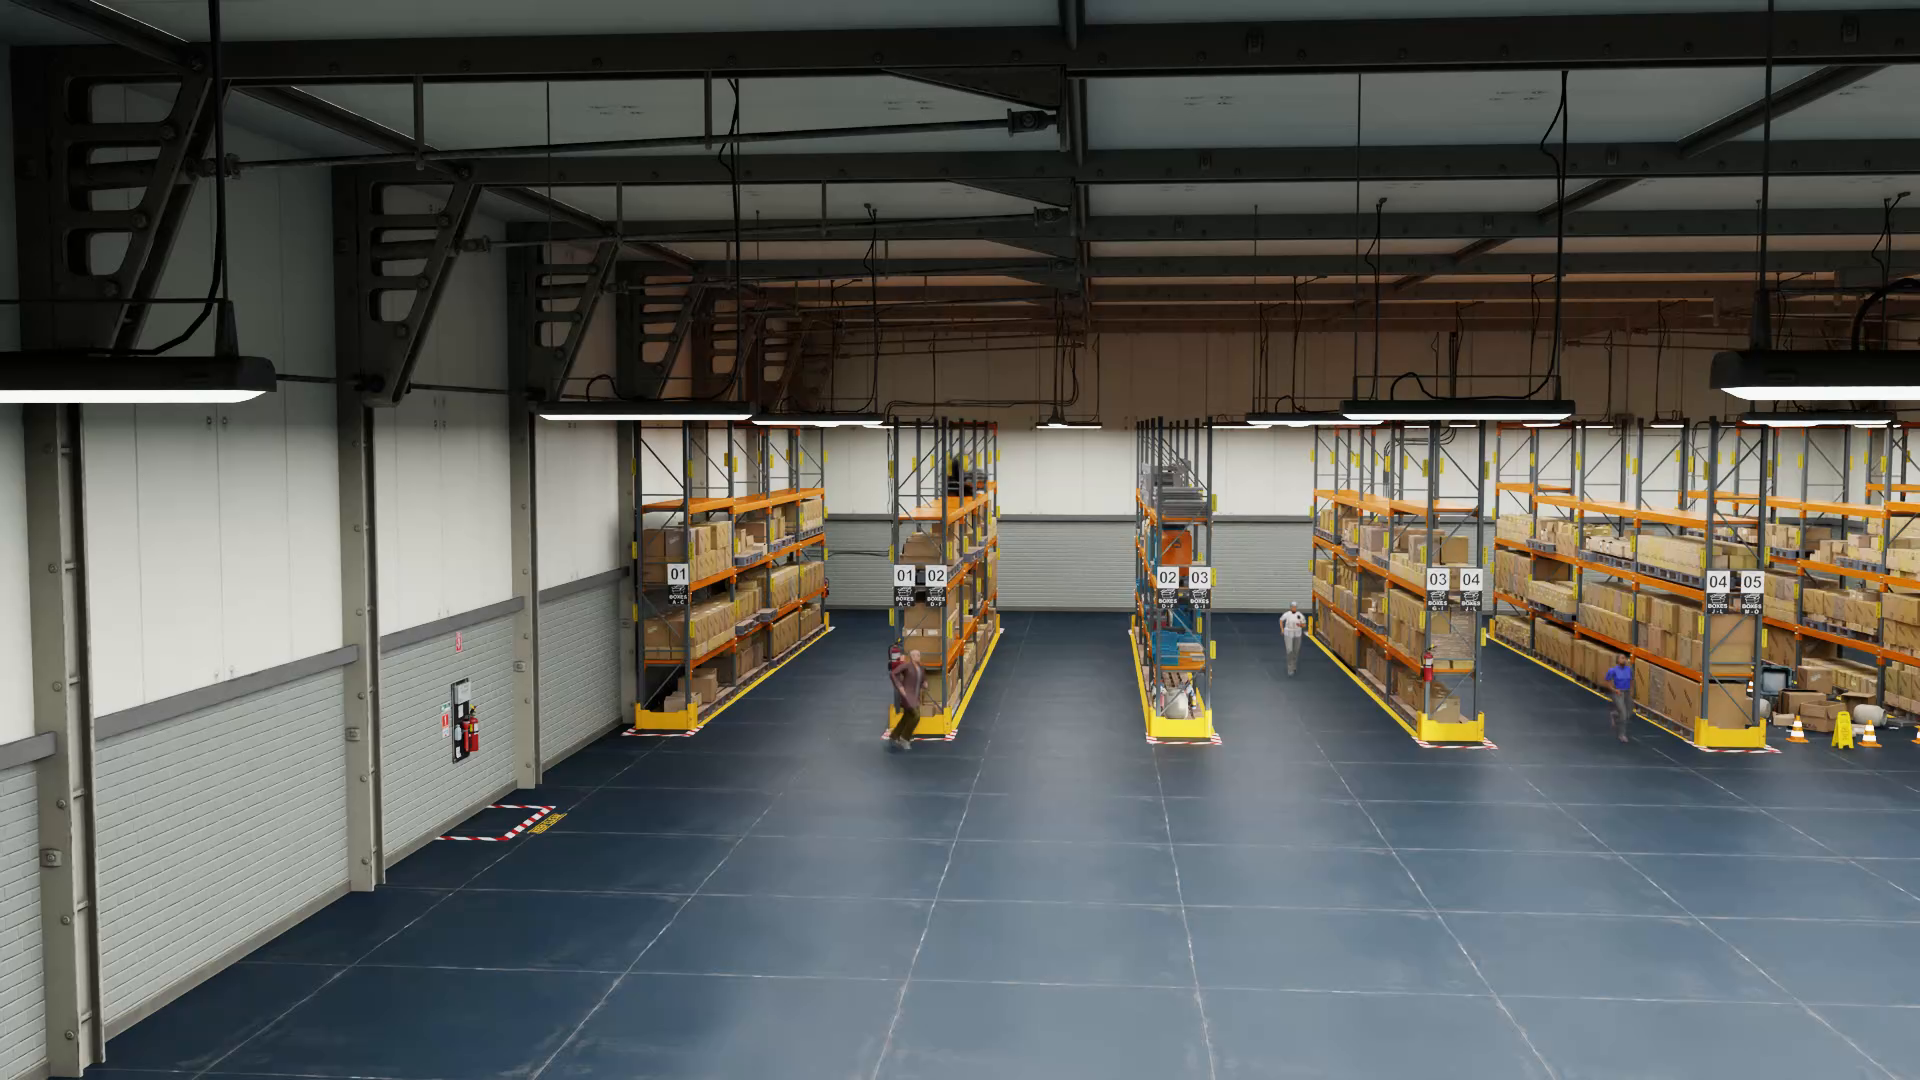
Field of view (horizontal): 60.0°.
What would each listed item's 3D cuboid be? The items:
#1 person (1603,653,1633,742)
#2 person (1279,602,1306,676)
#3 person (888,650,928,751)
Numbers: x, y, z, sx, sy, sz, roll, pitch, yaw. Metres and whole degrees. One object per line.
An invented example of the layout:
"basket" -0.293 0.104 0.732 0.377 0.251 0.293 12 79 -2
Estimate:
"person" 12.281 2.913 30.985 0.597 1.616 0.640 -1 4 -15
"person" 7.895 2.315 39.406 0.589 1.698 0.847 0 4 0
"person" -0.908 2.884 30.118 0.758 1.792 0.714 2 4 31
